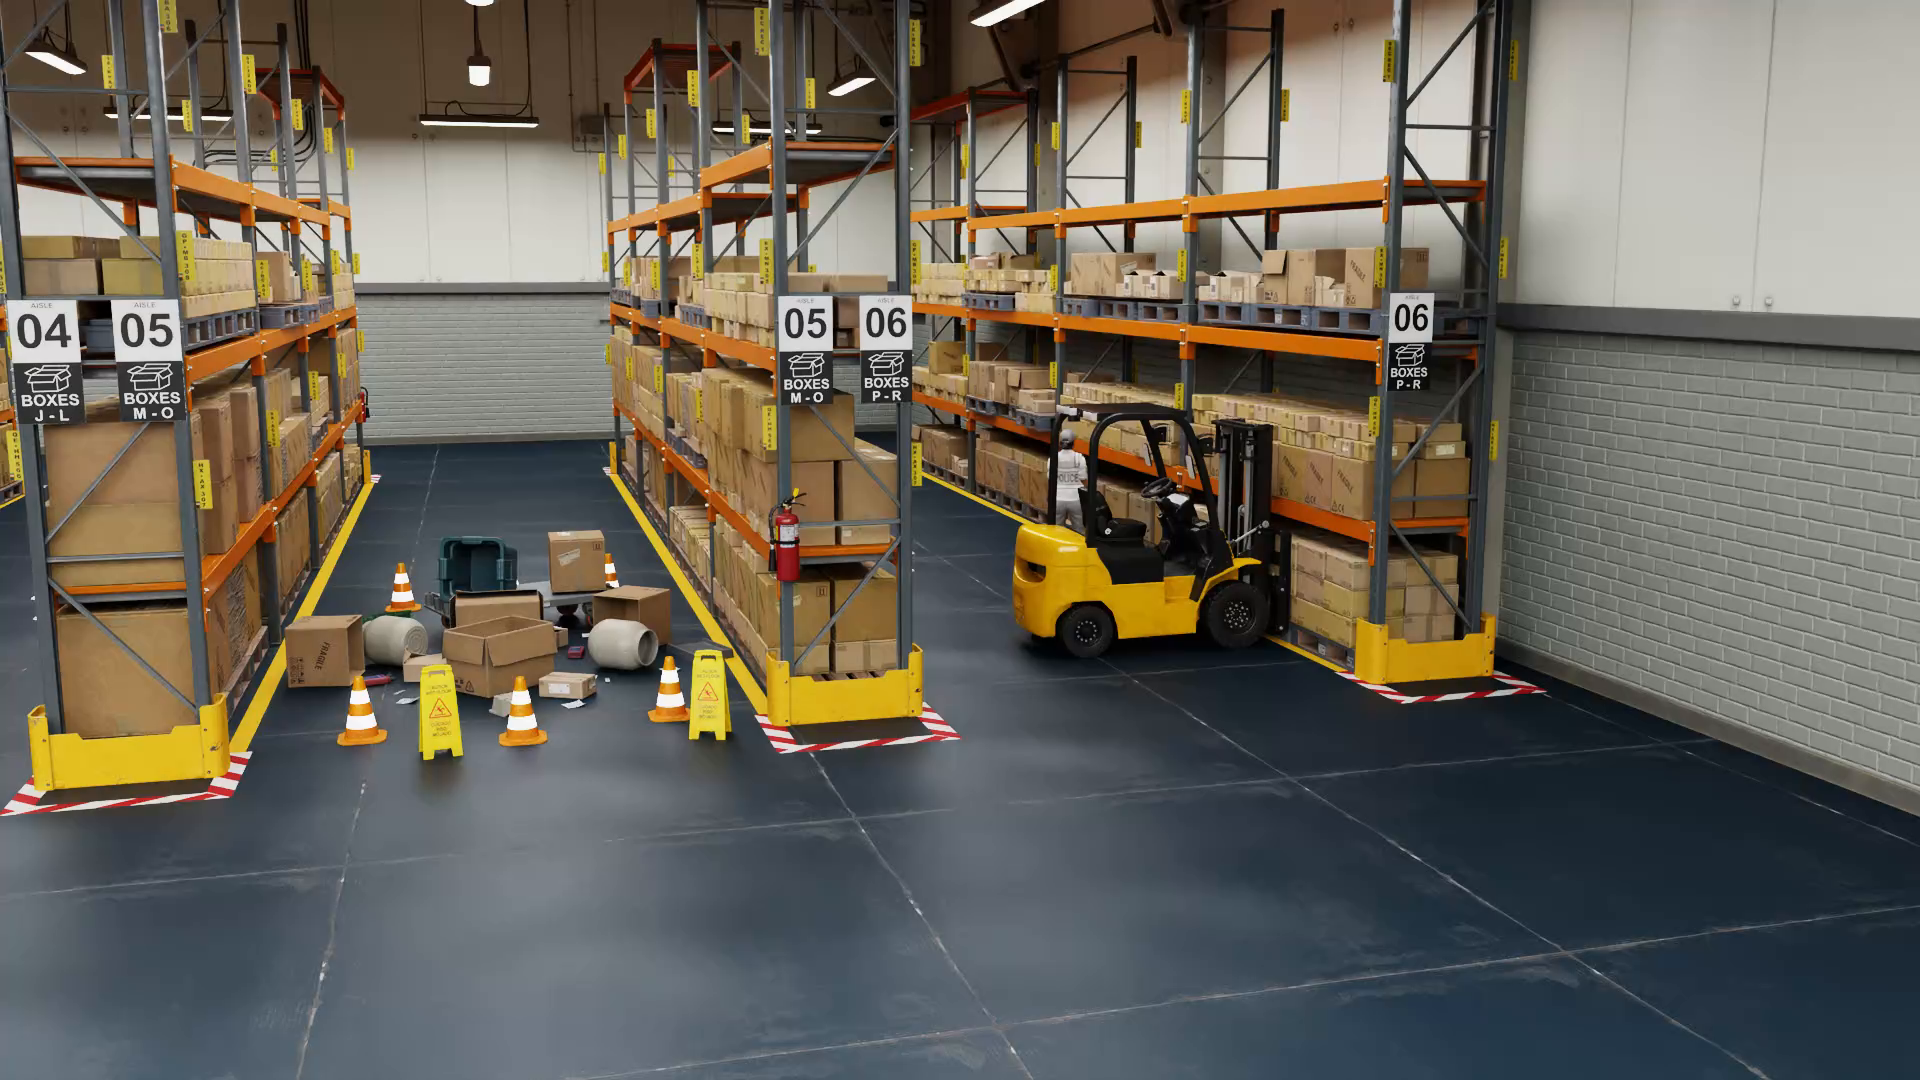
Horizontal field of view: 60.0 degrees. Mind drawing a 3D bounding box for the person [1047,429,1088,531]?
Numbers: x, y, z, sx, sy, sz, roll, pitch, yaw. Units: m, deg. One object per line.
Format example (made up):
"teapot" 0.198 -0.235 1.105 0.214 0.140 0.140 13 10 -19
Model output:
"person" 1.190 -0.388 18.229 0.481 1.667 0.388 1 9 8
